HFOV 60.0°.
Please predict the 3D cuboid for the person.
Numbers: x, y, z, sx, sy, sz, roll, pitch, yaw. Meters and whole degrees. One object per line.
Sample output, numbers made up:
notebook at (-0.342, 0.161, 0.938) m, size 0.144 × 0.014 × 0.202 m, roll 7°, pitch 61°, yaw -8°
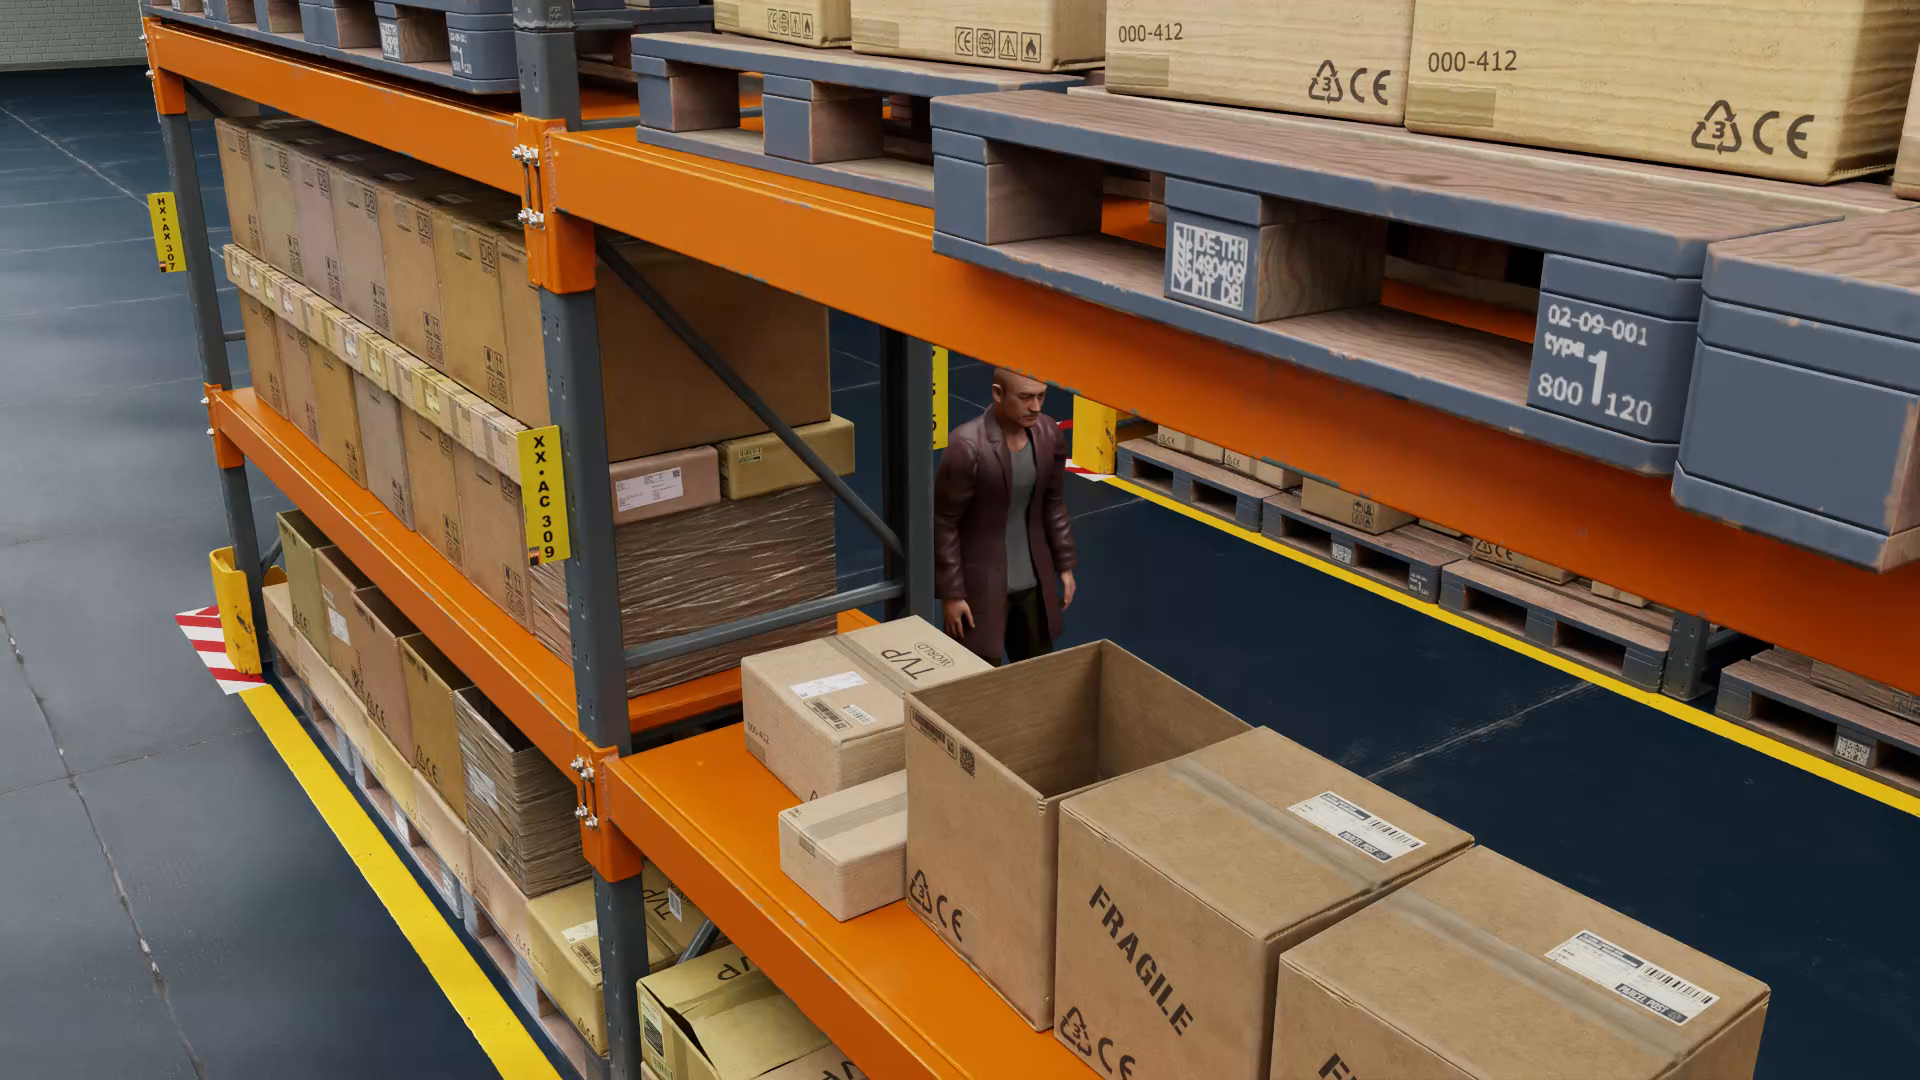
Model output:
person at (0.167, 0.165, 6.176) m, size 0.643 × 1.774 × 0.423 m, roll -14°, pitch 25°, yaw -32°
